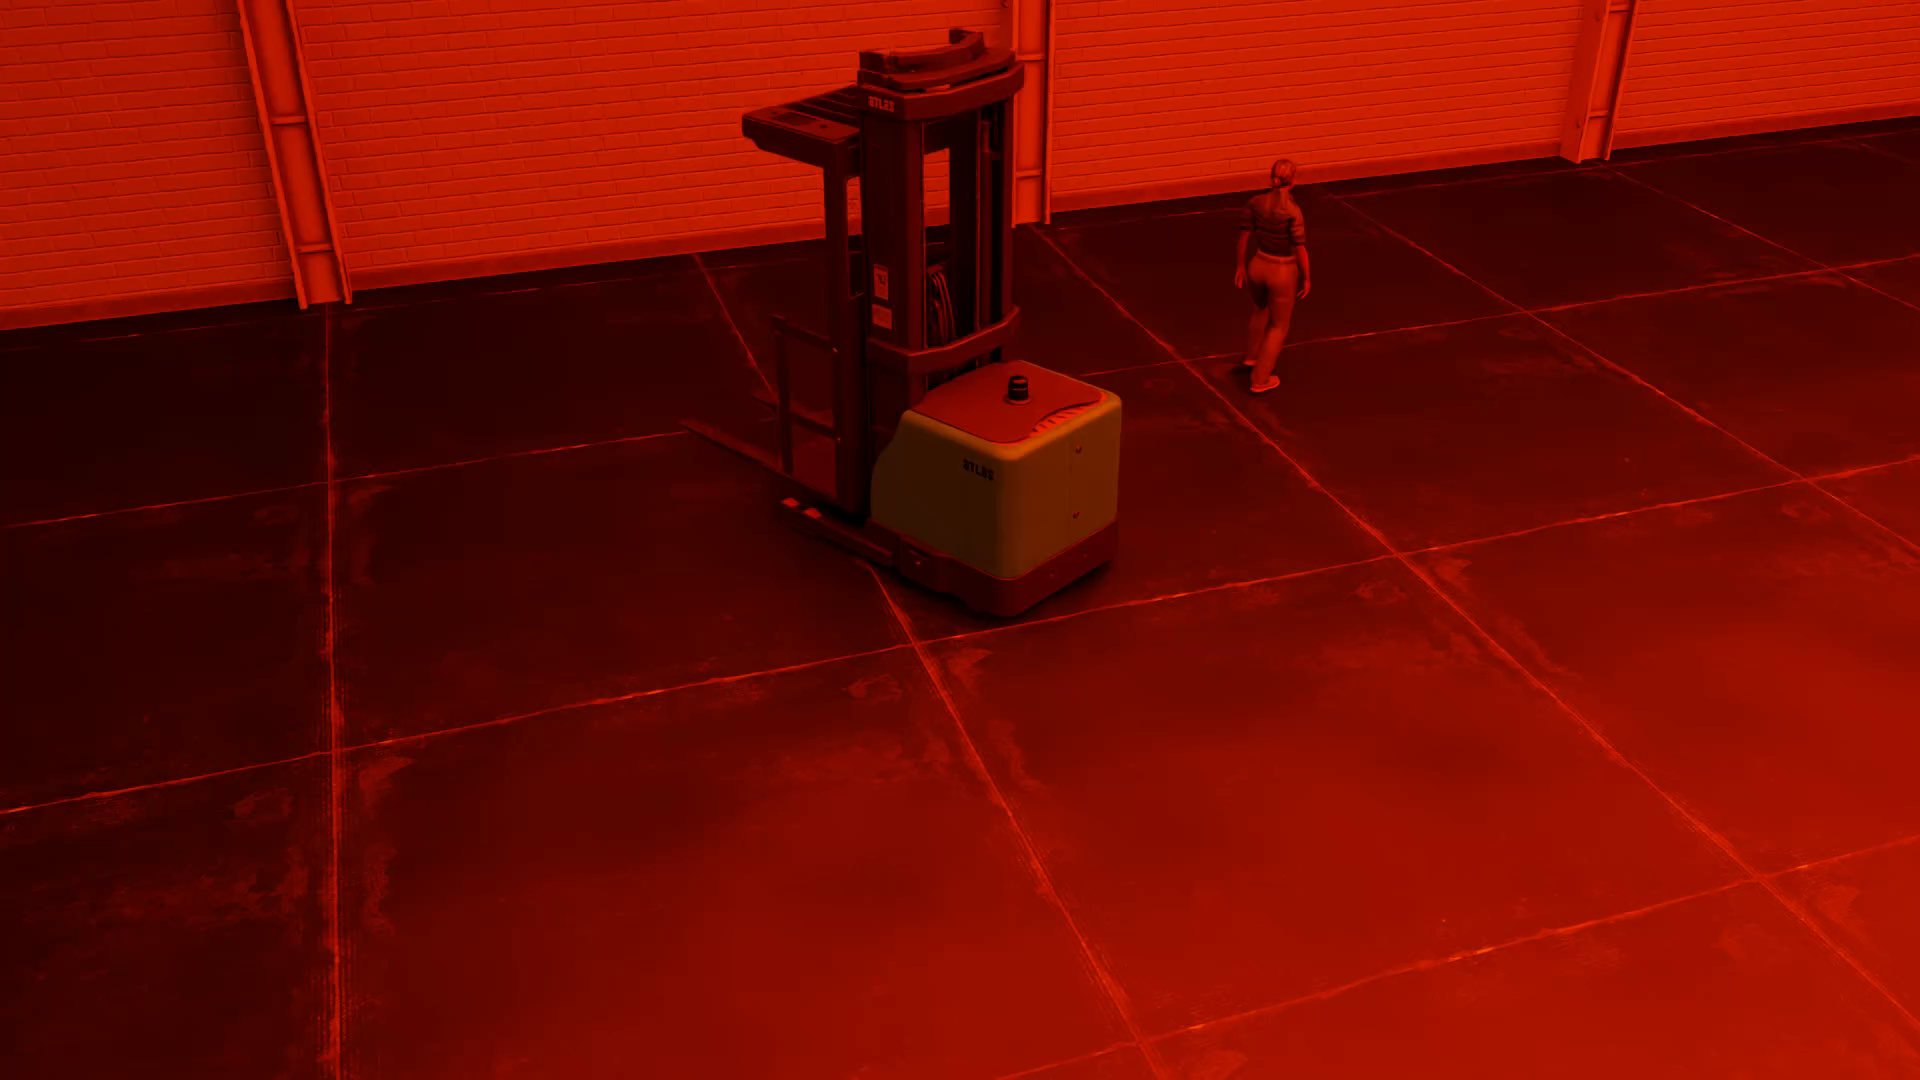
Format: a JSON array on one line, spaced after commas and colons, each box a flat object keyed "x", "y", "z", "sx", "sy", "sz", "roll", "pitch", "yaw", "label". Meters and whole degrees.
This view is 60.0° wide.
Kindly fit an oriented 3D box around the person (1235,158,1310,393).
[{"x": 2.206, "y": -1.846, "z": 11.659, "sx": 0.529, "sy": 1.704, "sz": 0.563, "roll": -26, "pitch": 39, "yaw": -37, "label": "person"}]

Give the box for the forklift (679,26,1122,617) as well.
[{"x": -0.506, "y": -1.465, "z": 9.634, "sx": 3.031, "sy": 2.935, "sz": 1.130, "roll": 24, "pitch": 38, "yaw": 36, "label": "forklift"}]
